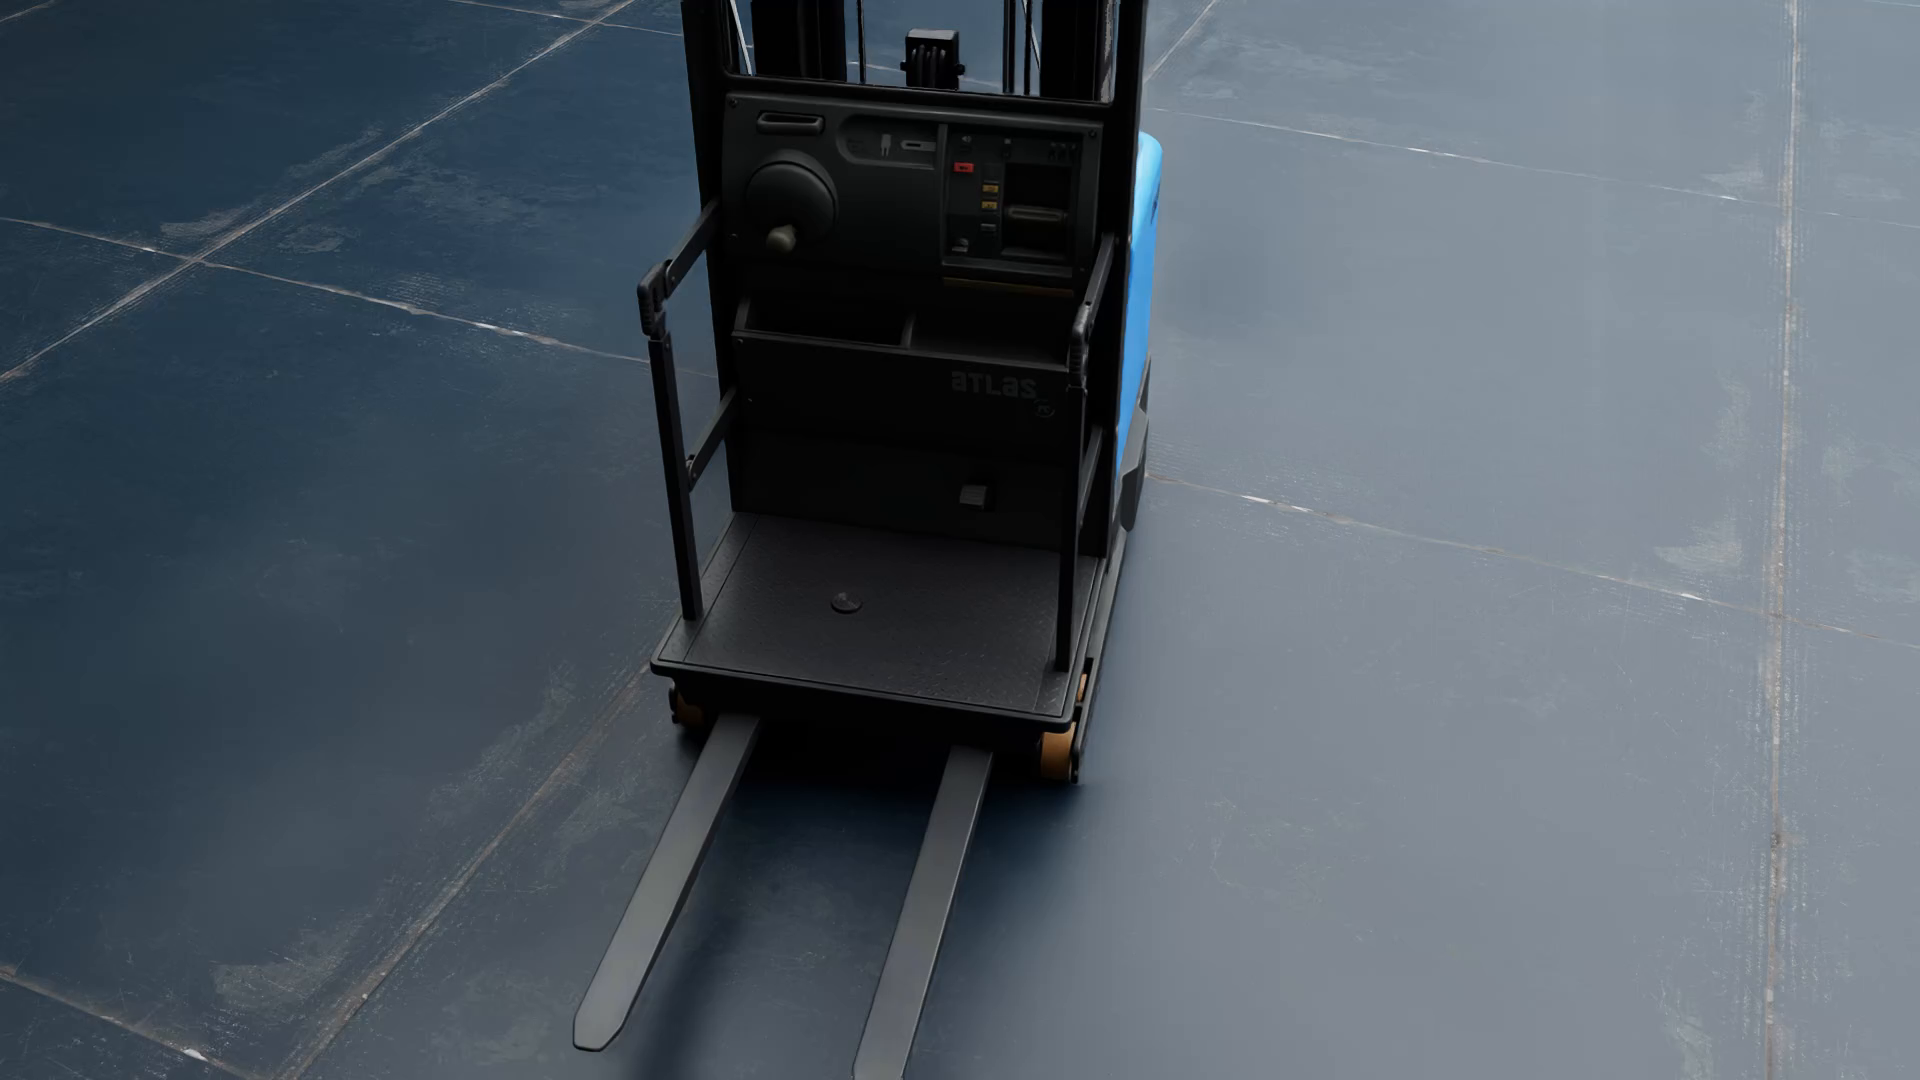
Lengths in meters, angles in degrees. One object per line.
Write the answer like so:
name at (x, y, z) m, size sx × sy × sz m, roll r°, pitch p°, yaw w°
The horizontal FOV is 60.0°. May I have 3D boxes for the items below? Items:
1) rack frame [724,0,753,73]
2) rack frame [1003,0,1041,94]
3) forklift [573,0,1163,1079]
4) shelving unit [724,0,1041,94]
rack frame at (-0.682, -1.257, 5.679) m, size 0.032 × 1.500 × 0.500 m, roll -13°, pitch 39°, yaw -17°
rack frame at (0.263, -1.482, 5.980) m, size 0.032 × 1.500 × 0.500 m, roll -13°, pitch 39°, yaw -17°
forklift at (-0.167, -0.785, 3.852) m, size 1.130 × 2.935 × 3.031 m, roll 7°, pitch 37°, yaw 10°
shelving unit at (-0.201, -1.371, 5.832) m, size 1.083 × 1.500 × 0.587 m, roll -13°, pitch 39°, yaw -17°
